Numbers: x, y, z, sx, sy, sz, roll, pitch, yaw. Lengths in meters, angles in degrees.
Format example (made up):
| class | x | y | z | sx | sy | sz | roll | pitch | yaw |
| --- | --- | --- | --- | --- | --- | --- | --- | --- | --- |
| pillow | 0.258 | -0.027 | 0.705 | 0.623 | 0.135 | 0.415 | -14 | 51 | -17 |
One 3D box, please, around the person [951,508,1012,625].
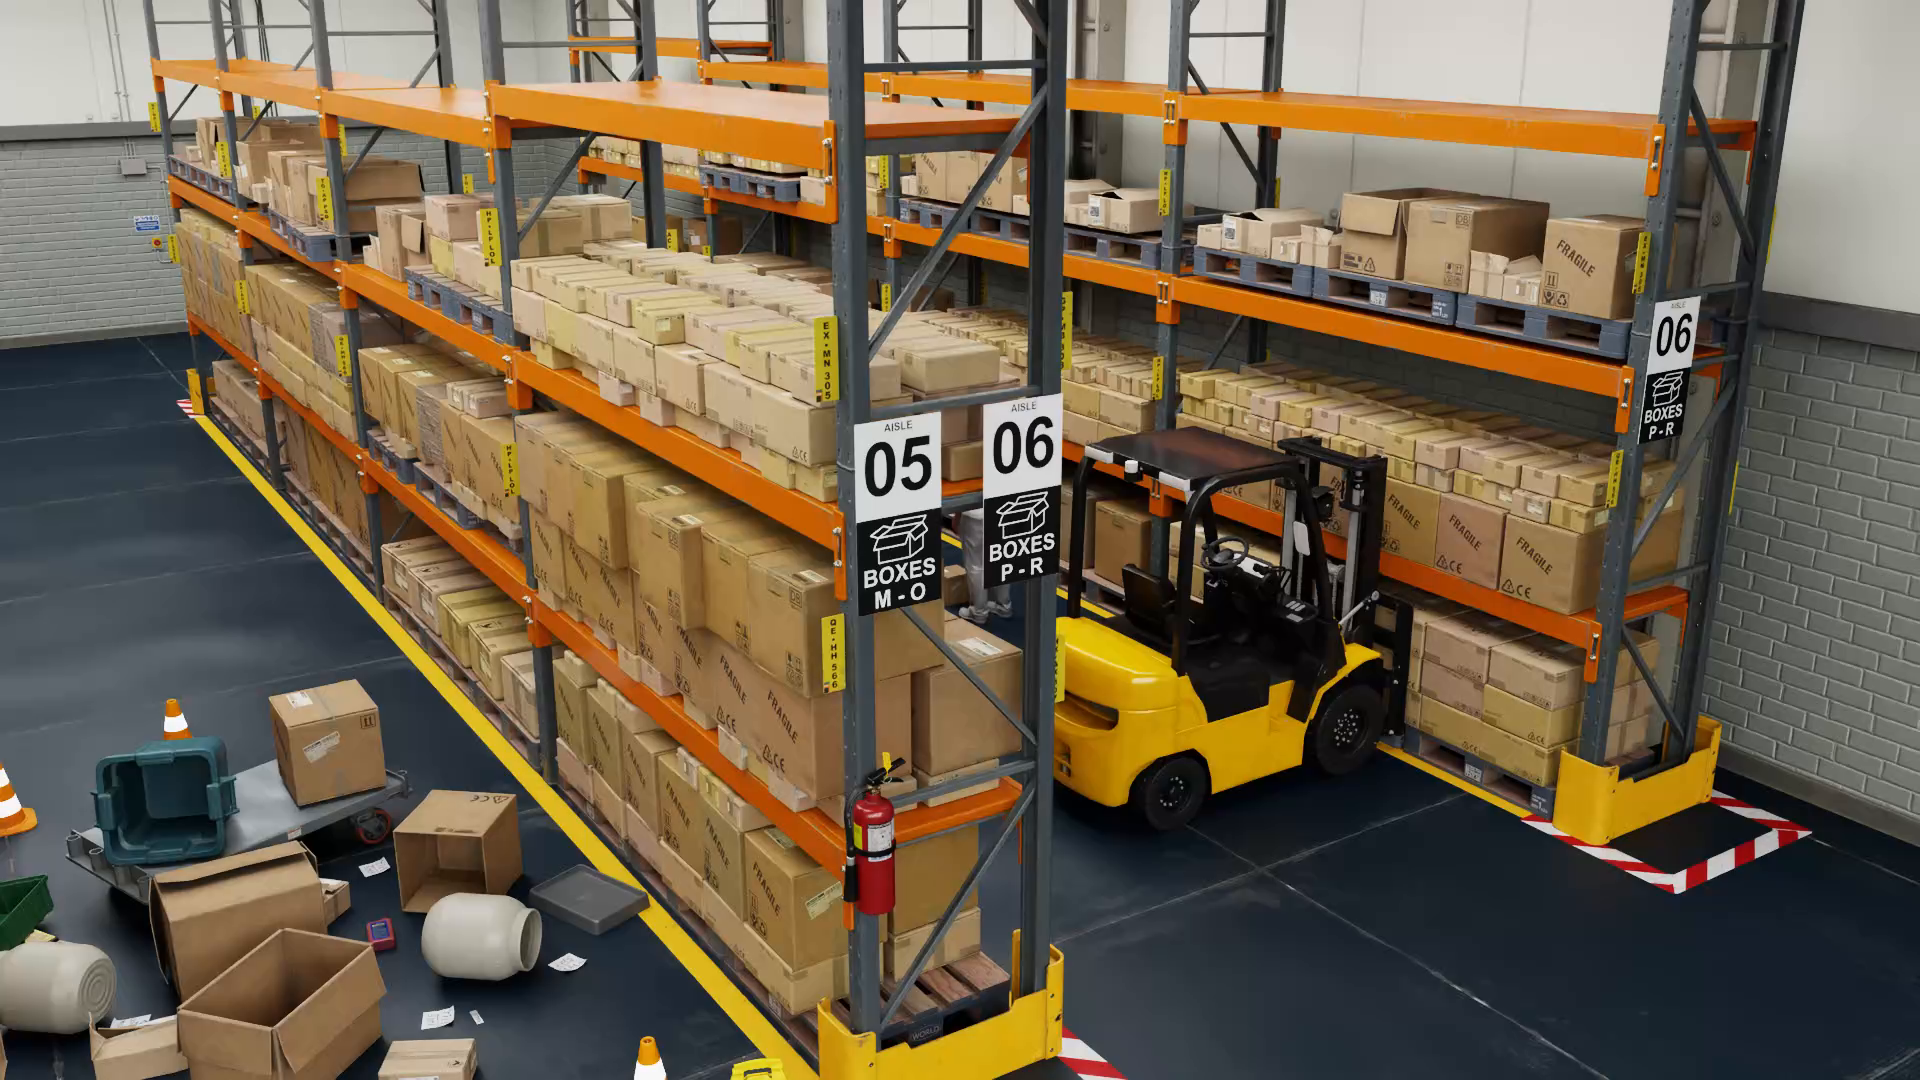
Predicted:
| class | x | y | z | sx | sy | sz | roll | pitch | yaw |
| --- | --- | --- | --- | --- | --- | --- | --- | --- | --- |
| person | 0.195 | -0.210 | 13.171 | 0.567 | 1.760 | 0.363 | -11 | 21 | -30 |
